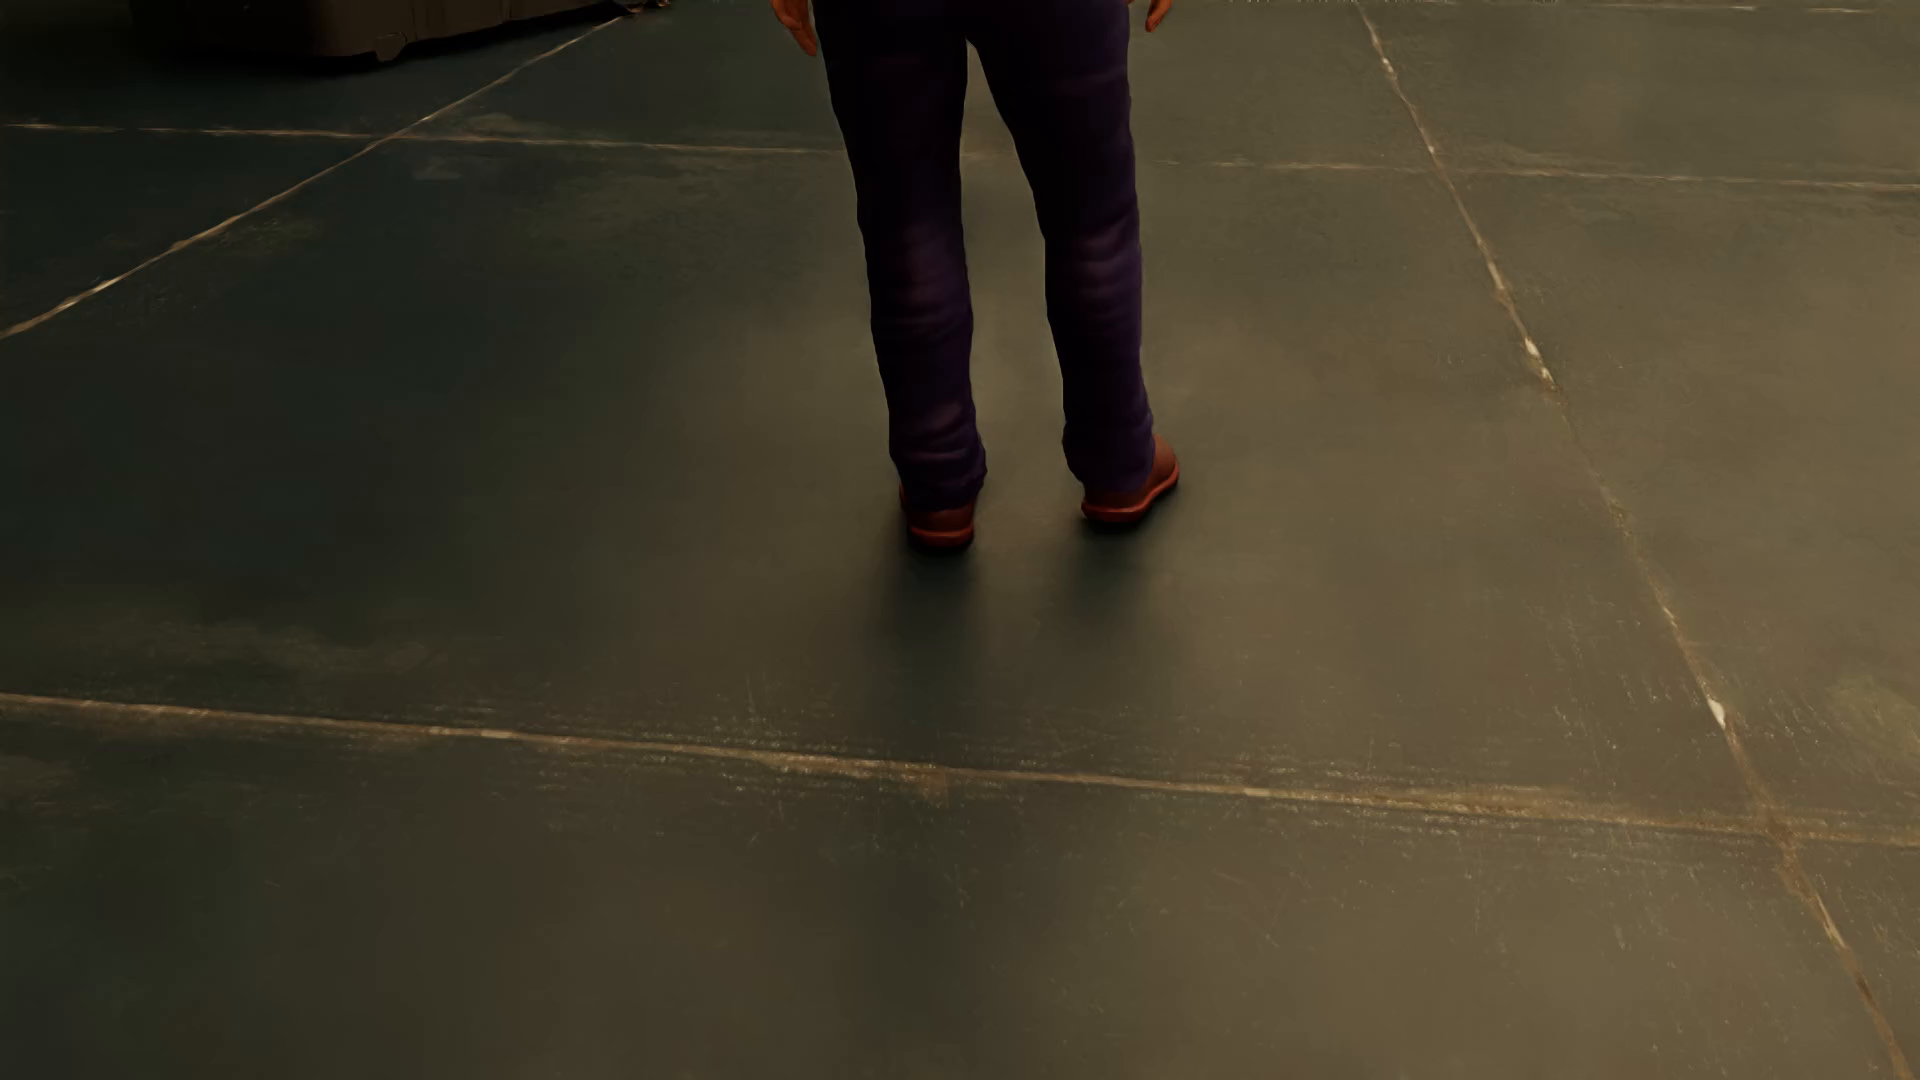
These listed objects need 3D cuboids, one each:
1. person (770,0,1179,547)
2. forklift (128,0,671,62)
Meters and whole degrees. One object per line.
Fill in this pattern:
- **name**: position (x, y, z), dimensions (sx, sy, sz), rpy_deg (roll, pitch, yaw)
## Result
- **person**: position (0.040, -0.782, 2.205), dimensions (0.587, 1.650, 0.502), rpy_deg (3, 27, 7)
- **forklift**: position (-1.851, -3.560, 6.353), dimensions (1.130, 2.935, 3.031), rpy_deg (13, 29, 24)
